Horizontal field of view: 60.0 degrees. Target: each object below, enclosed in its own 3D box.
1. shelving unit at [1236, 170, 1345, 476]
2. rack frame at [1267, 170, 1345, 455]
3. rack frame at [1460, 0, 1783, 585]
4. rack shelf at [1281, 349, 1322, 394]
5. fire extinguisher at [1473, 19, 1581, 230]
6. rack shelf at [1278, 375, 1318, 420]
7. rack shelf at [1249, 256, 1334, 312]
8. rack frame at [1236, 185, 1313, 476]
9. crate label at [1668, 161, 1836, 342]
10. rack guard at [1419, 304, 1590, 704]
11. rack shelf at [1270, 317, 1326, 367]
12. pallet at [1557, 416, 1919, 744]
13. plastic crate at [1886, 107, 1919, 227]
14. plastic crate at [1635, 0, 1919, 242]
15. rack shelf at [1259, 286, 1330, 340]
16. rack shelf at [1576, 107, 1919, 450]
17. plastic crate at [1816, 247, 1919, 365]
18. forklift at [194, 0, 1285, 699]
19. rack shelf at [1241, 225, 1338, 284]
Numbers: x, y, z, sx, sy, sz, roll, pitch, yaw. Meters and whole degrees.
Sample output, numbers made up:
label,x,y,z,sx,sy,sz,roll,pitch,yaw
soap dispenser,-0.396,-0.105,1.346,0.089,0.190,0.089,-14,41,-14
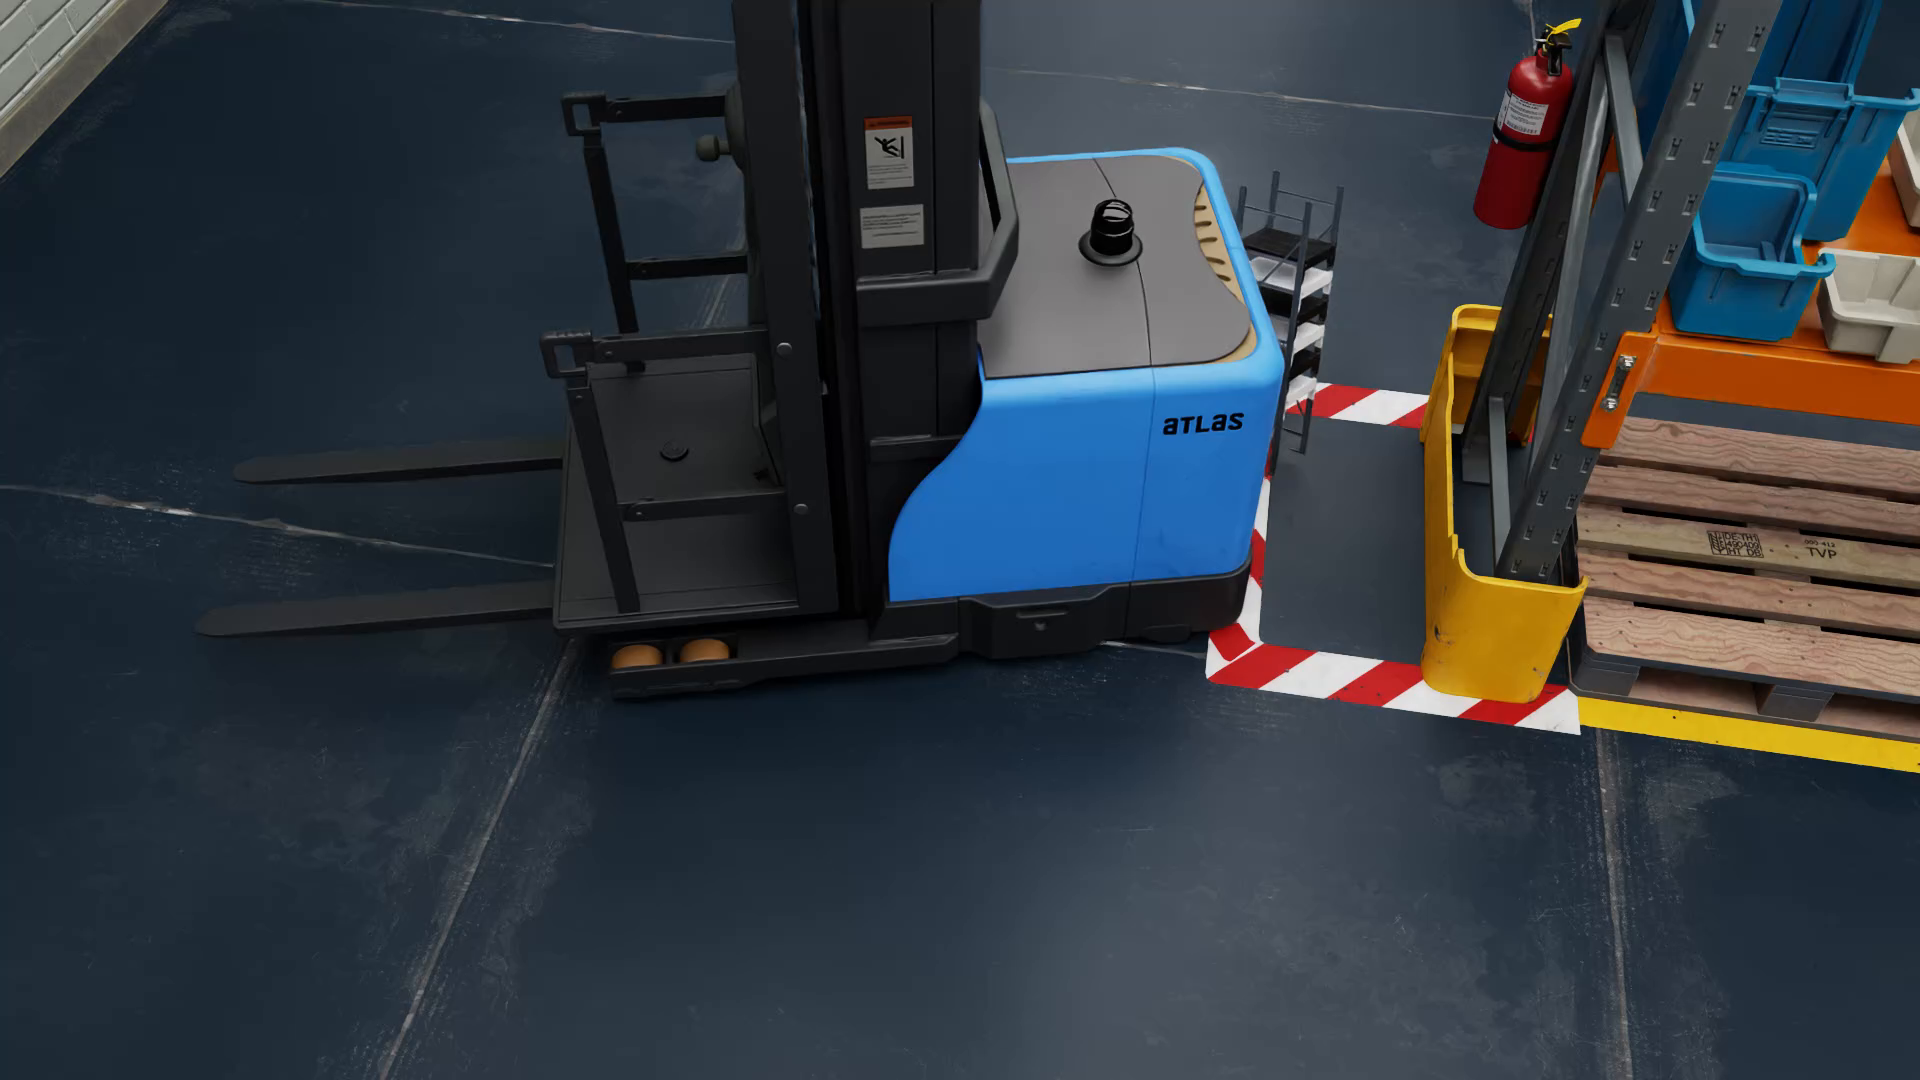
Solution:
label,x,y,z,sx,sy,sz,roll,pitch,yaw
shelving unit,0.985,-0.671,5.209,0.258,0.900,0.210,23,36,32
rack frame,1.048,-0.709,5.279,0.240,0.900,0.006,23,36,32
rack frame,1.647,-0.976,4.110,0.127,3.000,1.000,8,49,7
rack shelf,0.981,-0.564,5.270,0.258,0.077,0.200,23,36,32
fire extinguisher,1.579,-1.178,4.594,0.183,0.674,0.296,8,49,7
rack shelf,0.979,-0.486,5.315,0.258,0.077,0.200,23,36,32
rack shelf,0.989,-0.798,5.136,0.258,0.077,0.200,23,36,32
rack frame,0.922,-0.633,5.139,0.240,0.900,0.006,23,36,32
crate label,1.831,-0.666,3.904,0.303,0.233,0.416,8,49,7
rack guard,1.621,-0.134,5.034,0.348,0.500,1.175,8,49,7
rack shelf,0.984,-0.642,5.225,0.258,0.077,0.200,23,36,32
pallet,2.452,0.094,5.024,1.213,0.211,1.003,8,49,7
plastic crate,2.482,-0.932,4.208,0.243,0.136,0.396,8,49,7
plastic crate,2.010,-1.100,4.158,0.499,0.435,0.616,8,49,7
rack shelf,0.987,-0.720,5.181,0.258,0.077,0.200,23,36,32
rack shelf,3.615,-0.471,4.140,4.000,0.370,1.077,8,49,7
plastic crate,2.132,-0.531,3.847,0.298,0.136,0.250,8,49,7
forklift,-0.704,-0.938,4.122,3.031,2.935,1.130,-5,48,-4
rack shelf,0.992,-0.876,5.091,0.258,0.077,0.200,23,36,32
